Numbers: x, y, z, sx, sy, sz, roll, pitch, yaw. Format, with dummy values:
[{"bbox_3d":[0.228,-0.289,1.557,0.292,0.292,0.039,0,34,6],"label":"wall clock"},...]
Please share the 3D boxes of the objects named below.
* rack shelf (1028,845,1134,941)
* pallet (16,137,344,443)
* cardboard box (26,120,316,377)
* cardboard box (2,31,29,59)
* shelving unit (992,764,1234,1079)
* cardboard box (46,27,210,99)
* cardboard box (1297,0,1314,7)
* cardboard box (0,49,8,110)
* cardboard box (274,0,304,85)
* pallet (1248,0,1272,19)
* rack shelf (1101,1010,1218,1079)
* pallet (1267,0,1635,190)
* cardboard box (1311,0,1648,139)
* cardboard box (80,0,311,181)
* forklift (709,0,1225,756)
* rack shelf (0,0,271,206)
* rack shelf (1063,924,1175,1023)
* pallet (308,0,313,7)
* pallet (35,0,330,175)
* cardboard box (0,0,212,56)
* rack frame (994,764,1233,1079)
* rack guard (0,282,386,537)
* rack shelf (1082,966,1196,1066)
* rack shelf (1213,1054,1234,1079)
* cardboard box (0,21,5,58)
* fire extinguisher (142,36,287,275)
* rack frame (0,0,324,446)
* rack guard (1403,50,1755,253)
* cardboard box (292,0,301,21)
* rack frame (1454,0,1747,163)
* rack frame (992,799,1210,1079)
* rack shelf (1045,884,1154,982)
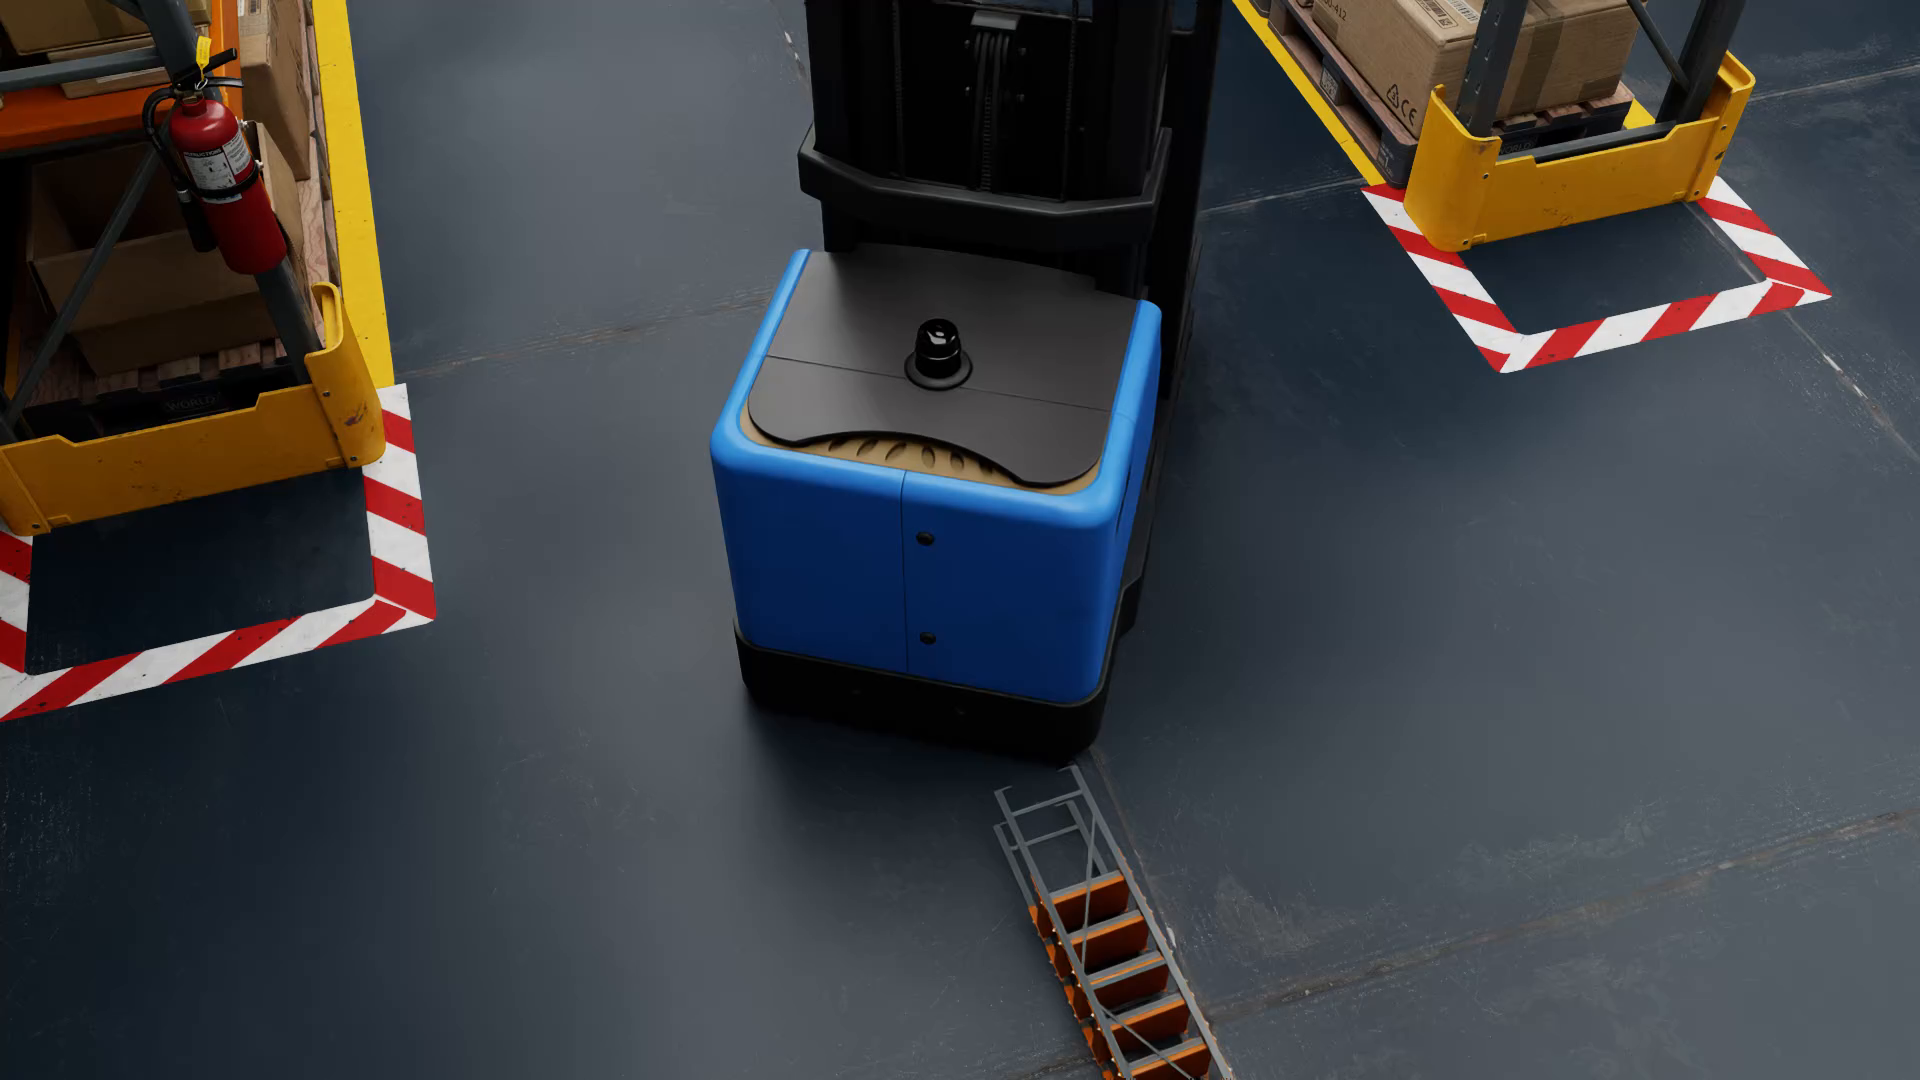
[{"bbox_3d":[0.314,0.923,4.341,0.258,0.180,0.103,-16,52,-13],"label":"rack shelf"},{"bbox_3d":[-2.731,-0.905,5.875,1.003,0.211,1.213,-13,51,-11],"label":"pallet"},{"bbox_3d":[-2.562,-0.965,5.460,0.797,0.503,0.637,-15,52,-12],"label":"cardboard box"},{"bbox_3d":[-2.842,-1.466,4.688,0.380,0.149,0.250,-12,51,-10],"label":"cardboard box"},{"bbox_3d":[0.415,1.128,4.171,0.258,0.189,1.200,-16,52,-13],"label":"shelving unit"},{"bbox_3d":[-2.307,-1.388,4.622,0.380,0.149,0.250,-14,51,-11],"label":"cardboard box"},{"bbox_3d":[1.700,-2.727,6.988,0.875,0.438,0.875,-12,51,-10],"label":"cardboard box"},{"bbox_3d":[-2.826,-1.267,4.520,0.380,0.149,0.250,-14,51,-11],"label":"cardboard box"},{"bbox_3d":[-2.838,-2.006,6.339,0.500,0.500,0.500,-12,51,-10],"label":"cardboard box"},{"bbox_3d":[1.601,-2.848,7.513,1.003,0.211,1.213,-13,51,-11],"label":"pallet"},{"bbox_3d":[0.485,1.268,4.054,0.258,0.180,0.103,-16,52,-13],"label":"rack shelf"},{"bbox_3d":[1.958,-1.959,6.763,1.003,0.211,1.213,-13,51,-11],"label":"pallet"},{"bbox_3d":[1.978,-2.060,6.426,0.875,0.438,0.875,-15,51,-12],"label":"cardboard box"},{"bbox_3d":[-2.778,-1.597,5.995,0.700,0.500,0.500,-11,51,-9],"label":"cardboard box"},{"bbox_3d":[0.195,-1.497,4.595,1.130,2.935,3.031,10,51,8],"label":"forklift"},{"bbox_3d":[-3.063,-2.395,5.778,1.077,0.370,4.000,-13,51,-11],"label":"rack shelf"},{"bbox_3d":[0.399,1.096,4.198,0.258,0.180,0.103,-16,52,-13],"label":"rack shelf"},{"bbox_3d":[-3.452,-2.687,7.377,1.003,0.211,1.213,-13,51,-11],"label":"pallet"},{"bbox_3d":[-3.088,-1.794,6.625,1.003,0.211,1.213,-13,51,-11],"label":"pallet"},{"bbox_3d":[-2.348,-1.606,4.546,0.500,0.250,0.500,-13,51,-11],"label":"cardboard box"},{"bbox_3d":[0.415,1.069,4.101,0.240,0.006,1.200,-16,52,-13],"label":"rack frame"},{"bbox_3d":[-2.494,-0.416,5.274,1.175,0.500,0.348,-13,51,-11],"label":"rack guard"},{"bbox_3d":[0.442,1.182,4.126,0.258,0.180,0.103,-16,52,-13],"label":"rack shelf"},{"bbox_3d":[0.527,1.354,3.983,0.258,0.180,0.103,-16,52,-13],"label":"rack shelf"},{"bbox_3d":[-2.861,-1.490,4.448,0.500,0.250,0.500,-12,51,-10],"label":"cardboard box"},{"bbox_3d":[-1.987,-1.018,4.441,0.296,0.674,0.183,-13,51,-11],"label":"fire extinguisher"},{"bbox_3d":[-2.472,-1.166,4.271,1.000,3.000,0.127,-13,51,-11],"label":"rack frame"},{"bbox_3d":[2.276,-1.468,6.161,1.175,0.500,0.348,-13,51,-11],"label":"rack guard"},{"bbox_3d":[-3.085,-2.355,6.634,0.700,0.500,0.500,-15,52,-12],"label":"cardboard box"},{"bbox_3d":[2.269,-2.291,5.220,1.000,3.000,0.127,-13,51,-11],"label":"rack frame"},{"bbox_3d":[0.415,1.186,4.242,0.240,0.006,1.200,-16,52,-13],"label":"rack frame"},{"bbox_3d":[0.356,1.009,4.270,0.258,0.180,0.103,-16,52,-13],"label":"rack shelf"}]
